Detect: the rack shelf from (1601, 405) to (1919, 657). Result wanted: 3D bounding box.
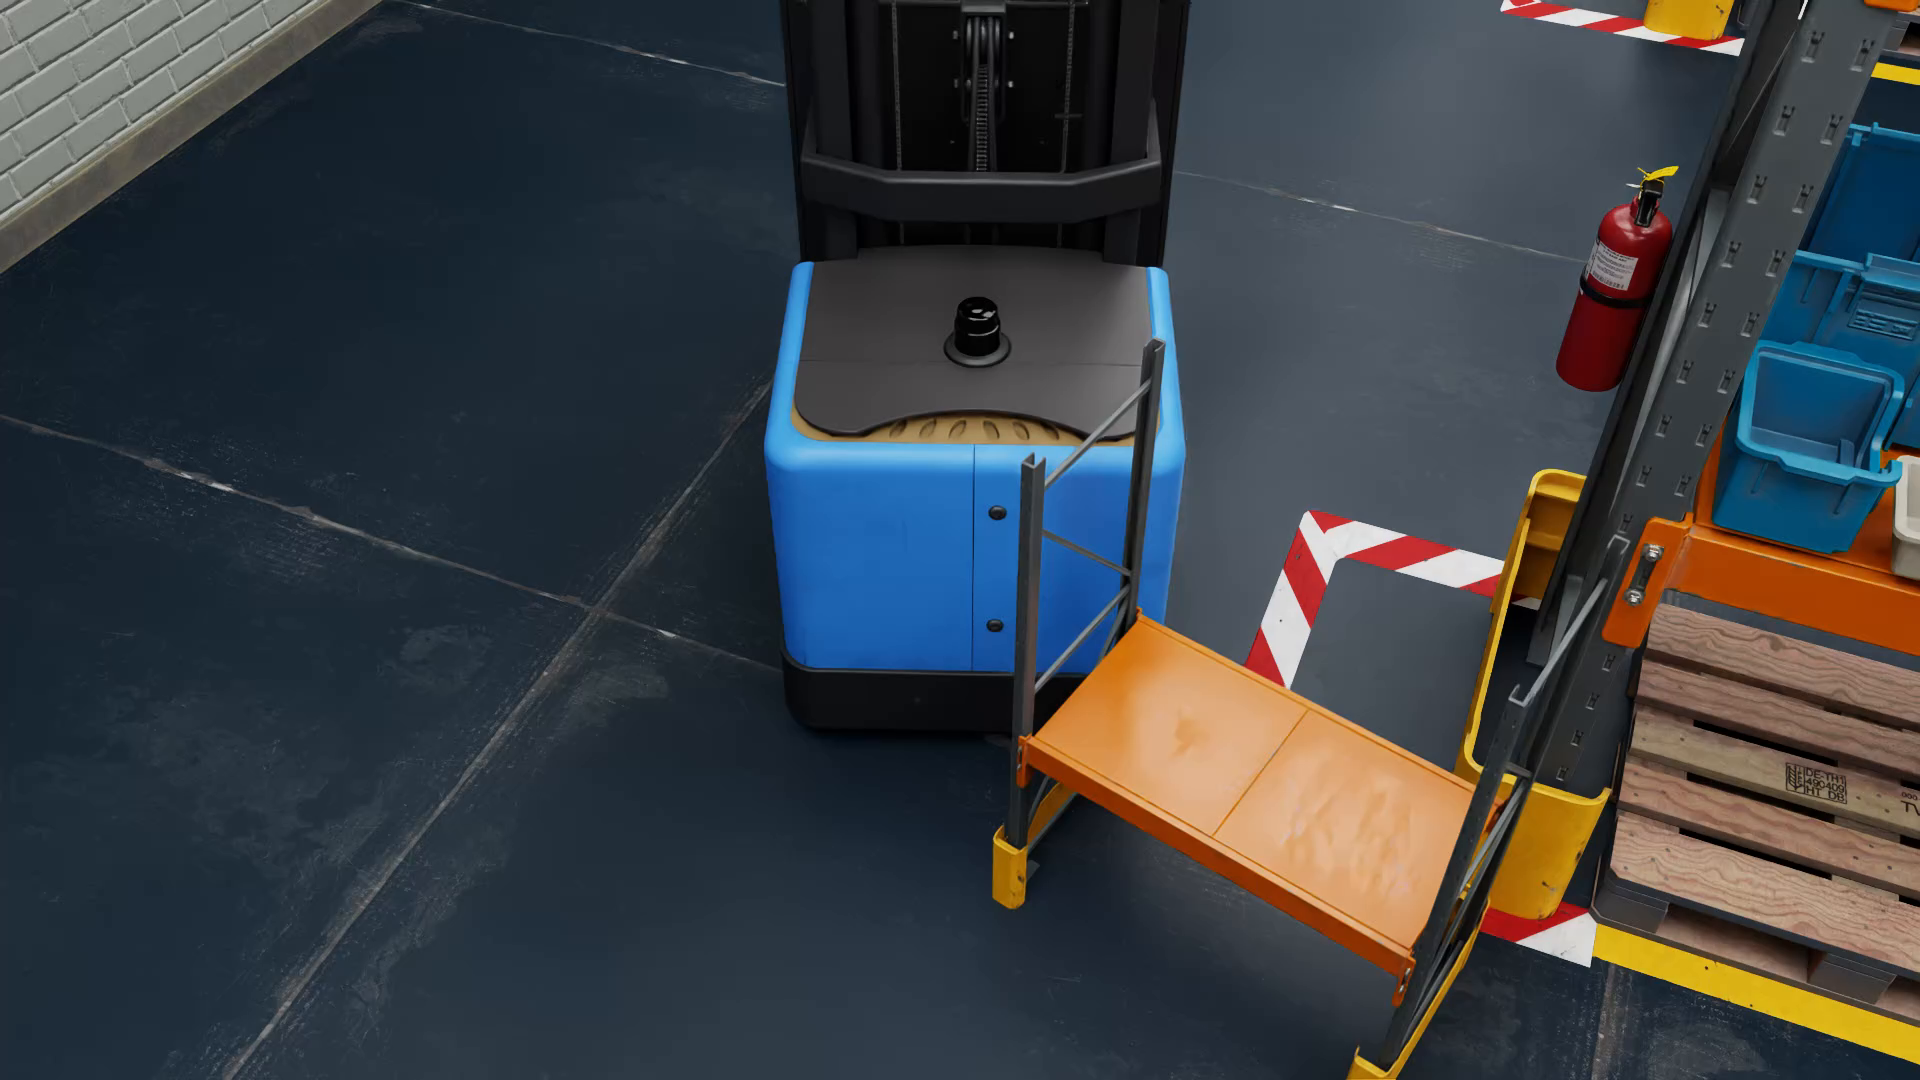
[{"bbox_3d":[3.457,0.298,3.334,4.000,0.370,1.077,16,47,16],"label":"rack shelf"}]

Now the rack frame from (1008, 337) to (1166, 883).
[{"bbox_3d":[0.281,0.244,3.942,0.032,1.500,0.500,27,51,25],"label":"rack frame"}]

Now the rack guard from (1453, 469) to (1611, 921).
[{"bbox_3d":[1.584,0.388,4.506,0.348,0.500,1.175,16,47,16],"label":"rack guard"}]

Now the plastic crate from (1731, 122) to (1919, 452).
[{"bbox_3d":[1.992,-0.565,3.623,0.499,0.435,0.616,16,47,16],"label":"plastic crate"}]

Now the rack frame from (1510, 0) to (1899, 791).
[{"bbox_3d":[1.611,-0.500,3.626,0.127,3.000,1.000,16,47,16],"label":"rack frame"}]

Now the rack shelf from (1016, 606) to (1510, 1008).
[{"bbox_3d":[0.690,0.584,3.855,1.000,0.185,0.538,27,51,25],"label":"rack shelf"}]

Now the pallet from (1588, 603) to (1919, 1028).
[{"bbox_3d":[2.357,0.737,4.359,1.213,0.211,1.003,16,47,16],"label":"pallet"}]

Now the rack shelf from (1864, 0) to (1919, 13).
[{"bbox_3d":[3.457,-0.766,2.276,4.000,0.370,1.077,16,47,16],"label":"rack shelf"}]

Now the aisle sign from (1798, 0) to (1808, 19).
[{"bbox_3d":[1.430,-1.248,2.535,0.004,0.787,0.394,16,47,16],"label":"aisle sign"}]

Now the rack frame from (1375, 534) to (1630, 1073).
[{"bbox_3d":[1.099,0.669,3.515,0.032,1.500,0.500,27,51,25],"label":"rack frame"}]

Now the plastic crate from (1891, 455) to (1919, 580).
[{"bbox_3d":[1.976,-0.006,3.274,0.298,0.136,0.250,16,47,16],"label":"plastic crate"}]

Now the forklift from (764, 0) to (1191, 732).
[{"bbox_3d":[0.072,-1.526,4.705,1.130,2.935,3.031,1,45,1],"label":"forklift"}]

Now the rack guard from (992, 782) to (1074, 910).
[{"bbox_3d":[0.282,0.687,4.382,0.087,0.250,0.587,27,51,25],"label":"rack guard"}]

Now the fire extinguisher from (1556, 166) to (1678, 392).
[{"bbox_3d":[1.647,-0.678,4.124,0.183,0.674,0.296,16,47,16],"label":"fire extinguisher"}]

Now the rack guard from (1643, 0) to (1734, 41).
[{"bbox_3d":[3.496,-2.845,7.755,0.348,0.500,1.175,16,47,16],"label":"rack guard"}]

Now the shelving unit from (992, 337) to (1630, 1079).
[{"bbox_3d":[0.683,0.452,3.732,1.083,1.500,0.587,27,51,25],"label":"shelving unit"}]

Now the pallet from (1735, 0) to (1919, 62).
[{"bbox_3d":[4.286,-2.570,7.683,1.213,0.211,1.003,16,47,16],"label":"pallet"}]

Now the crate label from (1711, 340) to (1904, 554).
[{"bbox_3d":[1.712,-0.181,3.381,0.303,0.233,0.416,16,47,16],"label":"crate label"}]

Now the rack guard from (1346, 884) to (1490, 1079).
[{"bbox_3d":[1.084,1.104,3.964,0.087,0.250,0.587,27,51,25],"label":"rack guard"}]
